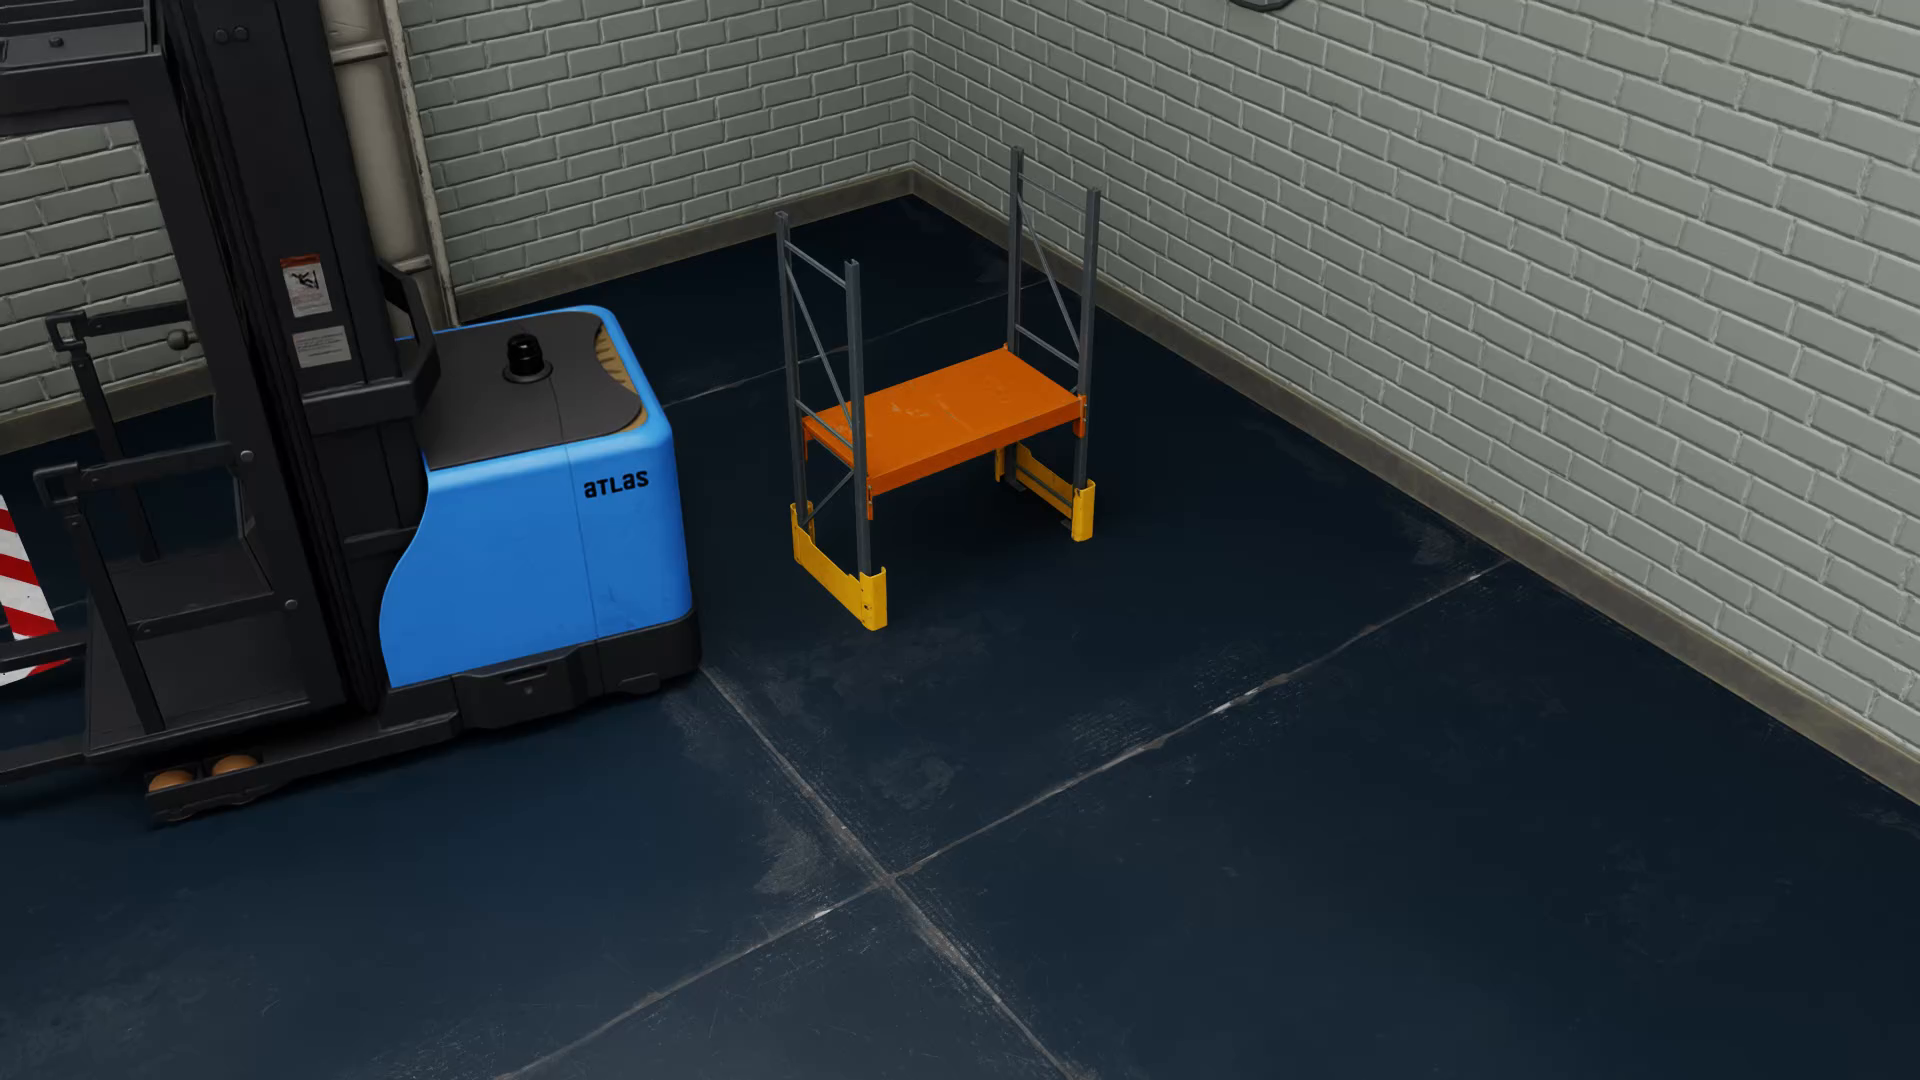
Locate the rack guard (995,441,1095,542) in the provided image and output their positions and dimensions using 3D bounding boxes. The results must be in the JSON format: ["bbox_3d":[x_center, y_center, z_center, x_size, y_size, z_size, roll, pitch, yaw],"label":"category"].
[{"bbox_3d":[0.345,-0.243,6.874,0.087,0.250,0.587,-22,41,-28],"label":"rack guard"}]

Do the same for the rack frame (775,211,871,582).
[{"bbox_3d":[-0.485,-0.409,6.034,0.032,1.500,0.500,-22,41,-28],"label":"rack frame"}]

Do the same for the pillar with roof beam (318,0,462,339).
[{"bbox_3d":[-0.153,-2.525,2.553,0.400,9.000,9.100,-22,41,-28],"label":"pillar with roof beam"}]

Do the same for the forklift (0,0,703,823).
[{"bbox_3d":[-2.503,-0.619,5.100,3.031,2.935,1.130,-13,38,-18],"label":"forklift"}]

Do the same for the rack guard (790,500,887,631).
[{"bbox_3d":[-0.469,0.092,6.408,0.087,0.250,0.587,-22,41,-28],"label":"rack guard"}]

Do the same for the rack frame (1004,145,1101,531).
[{"bbox_3d":[0.346,-0.751,6.510,0.032,1.500,0.500,-22,41,-28],"label":"rack frame"}]

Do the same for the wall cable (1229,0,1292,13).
[{"bbox_3d":[0.487,-3.730,6.888,0.112,2.526,3.097,-22,41,-28],"label":"wall cable"}]

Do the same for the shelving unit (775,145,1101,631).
[{"bbox_3d":[-0.062,-0.583,6.276,1.083,1.500,0.587,-22,41,-28],"label":"shelving unit"}]

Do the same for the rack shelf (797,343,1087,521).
[{"bbox_3d":[-0.070,-0.434,6.377,1.000,0.185,0.538,-22,41,-28],"label":"rack shelf"}]
